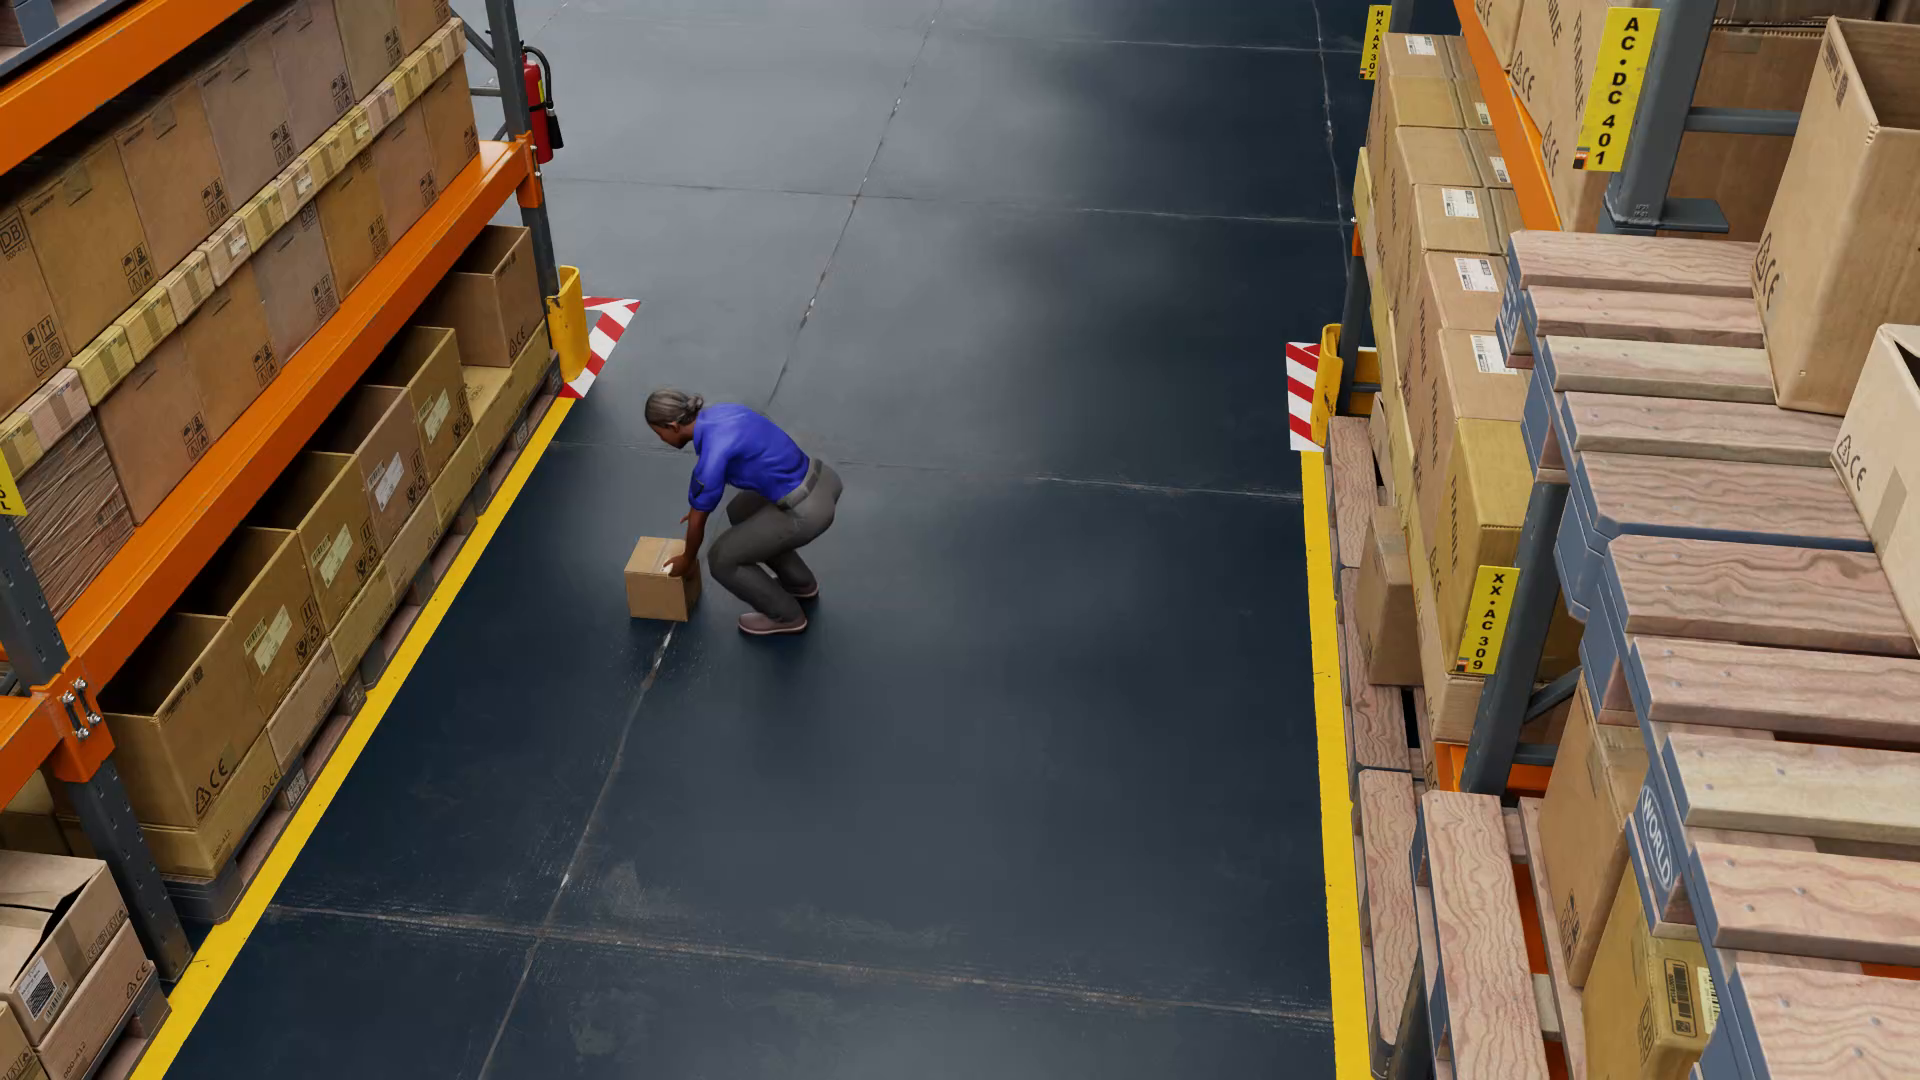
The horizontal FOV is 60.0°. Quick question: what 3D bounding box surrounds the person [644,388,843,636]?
[{"bbox_3d":[-0.864,-0.127,6.797,0.749,1.106,0.500,4,37,6],"label":"person"}]
